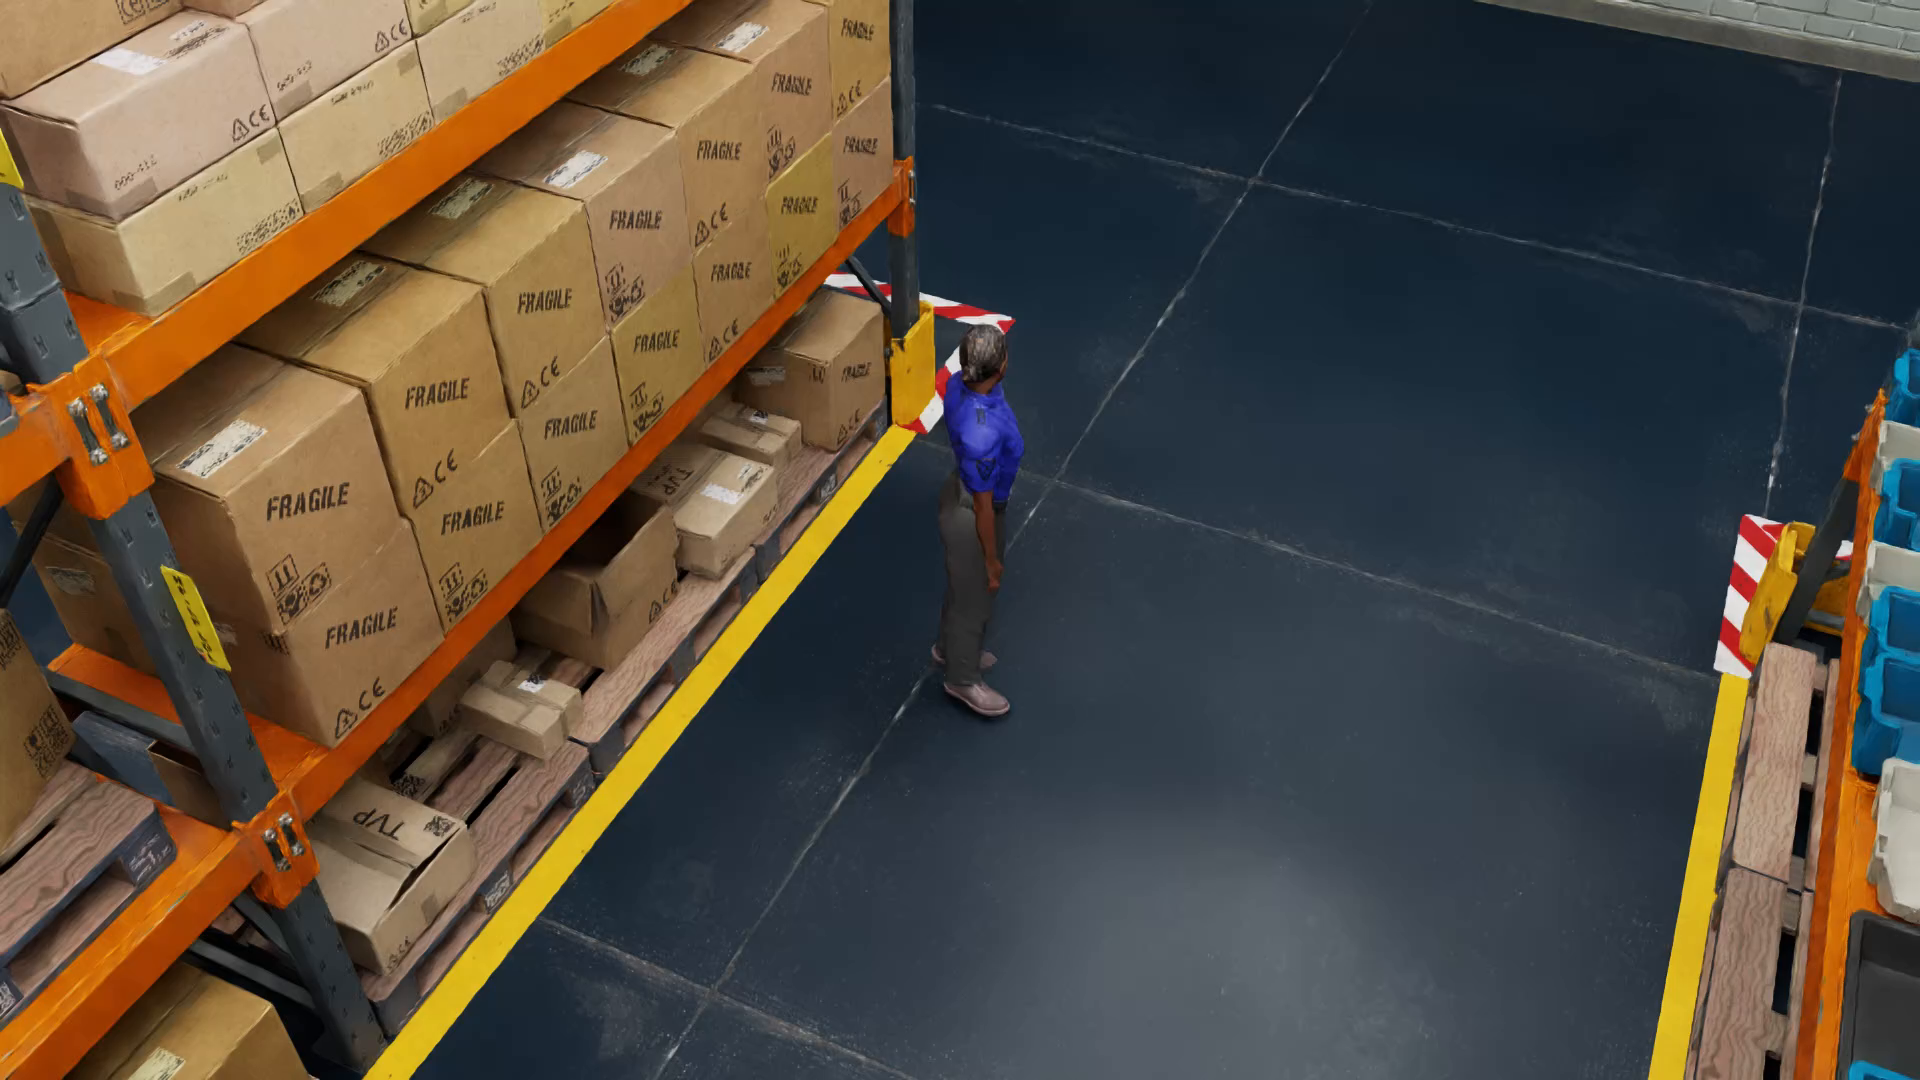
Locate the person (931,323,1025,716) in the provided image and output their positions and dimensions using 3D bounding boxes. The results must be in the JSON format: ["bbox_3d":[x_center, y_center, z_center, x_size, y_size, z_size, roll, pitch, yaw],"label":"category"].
[{"bbox_3d":[0.057,-0.058,6.251,0.351,1.704,0.540,-1,42,-1],"label":"person"}]
